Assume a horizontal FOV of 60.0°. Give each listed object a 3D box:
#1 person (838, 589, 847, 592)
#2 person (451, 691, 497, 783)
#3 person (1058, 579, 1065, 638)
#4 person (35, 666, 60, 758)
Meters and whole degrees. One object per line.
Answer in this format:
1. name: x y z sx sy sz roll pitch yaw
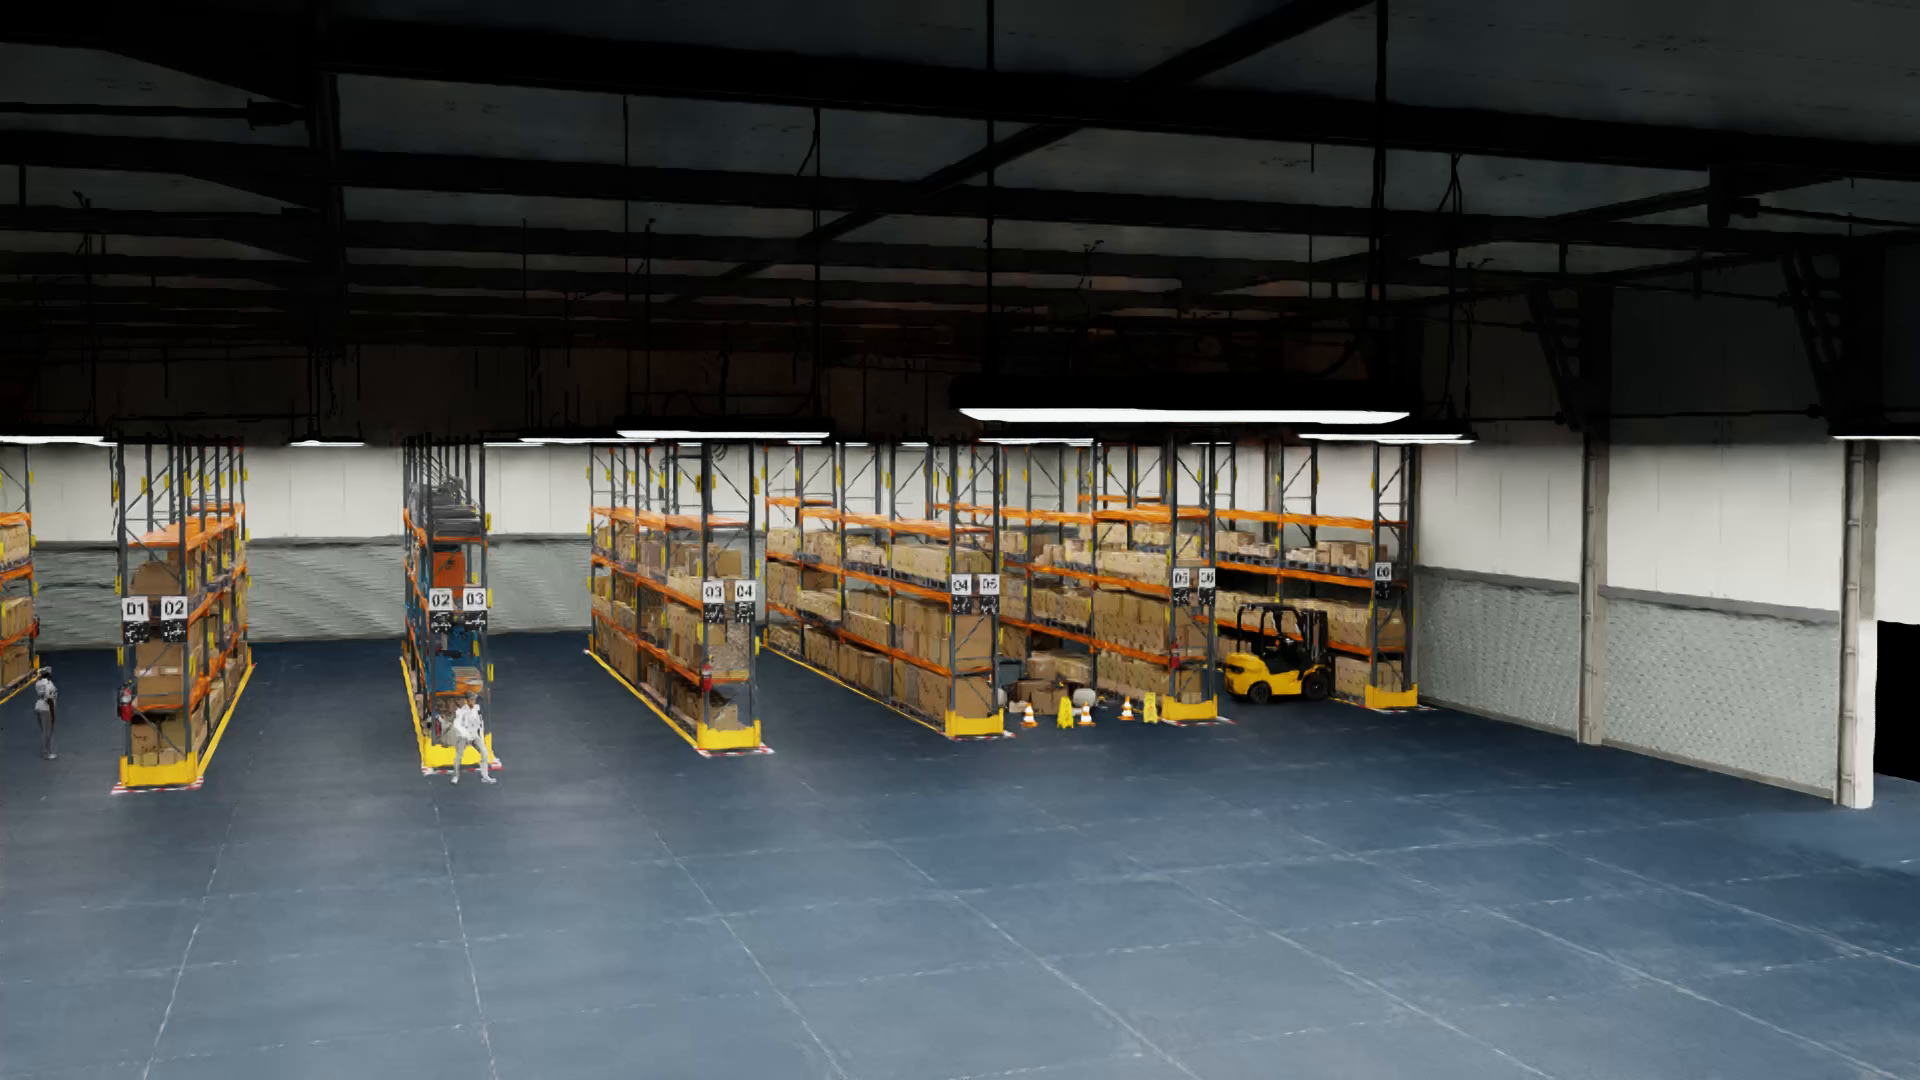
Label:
1. person: -3.613 2.063 51.835 0.460 1.581 0.555 3 4 40
2. person: -8.336 3.341 28.267 0.638 1.615 0.774 -3 4 -40
3. person: 2.993 2.046 49.912 0.531 1.785 0.764 -1 3 -21
4. person: -16.850 3.176 30.736 0.502 1.664 0.422 3 4 40
